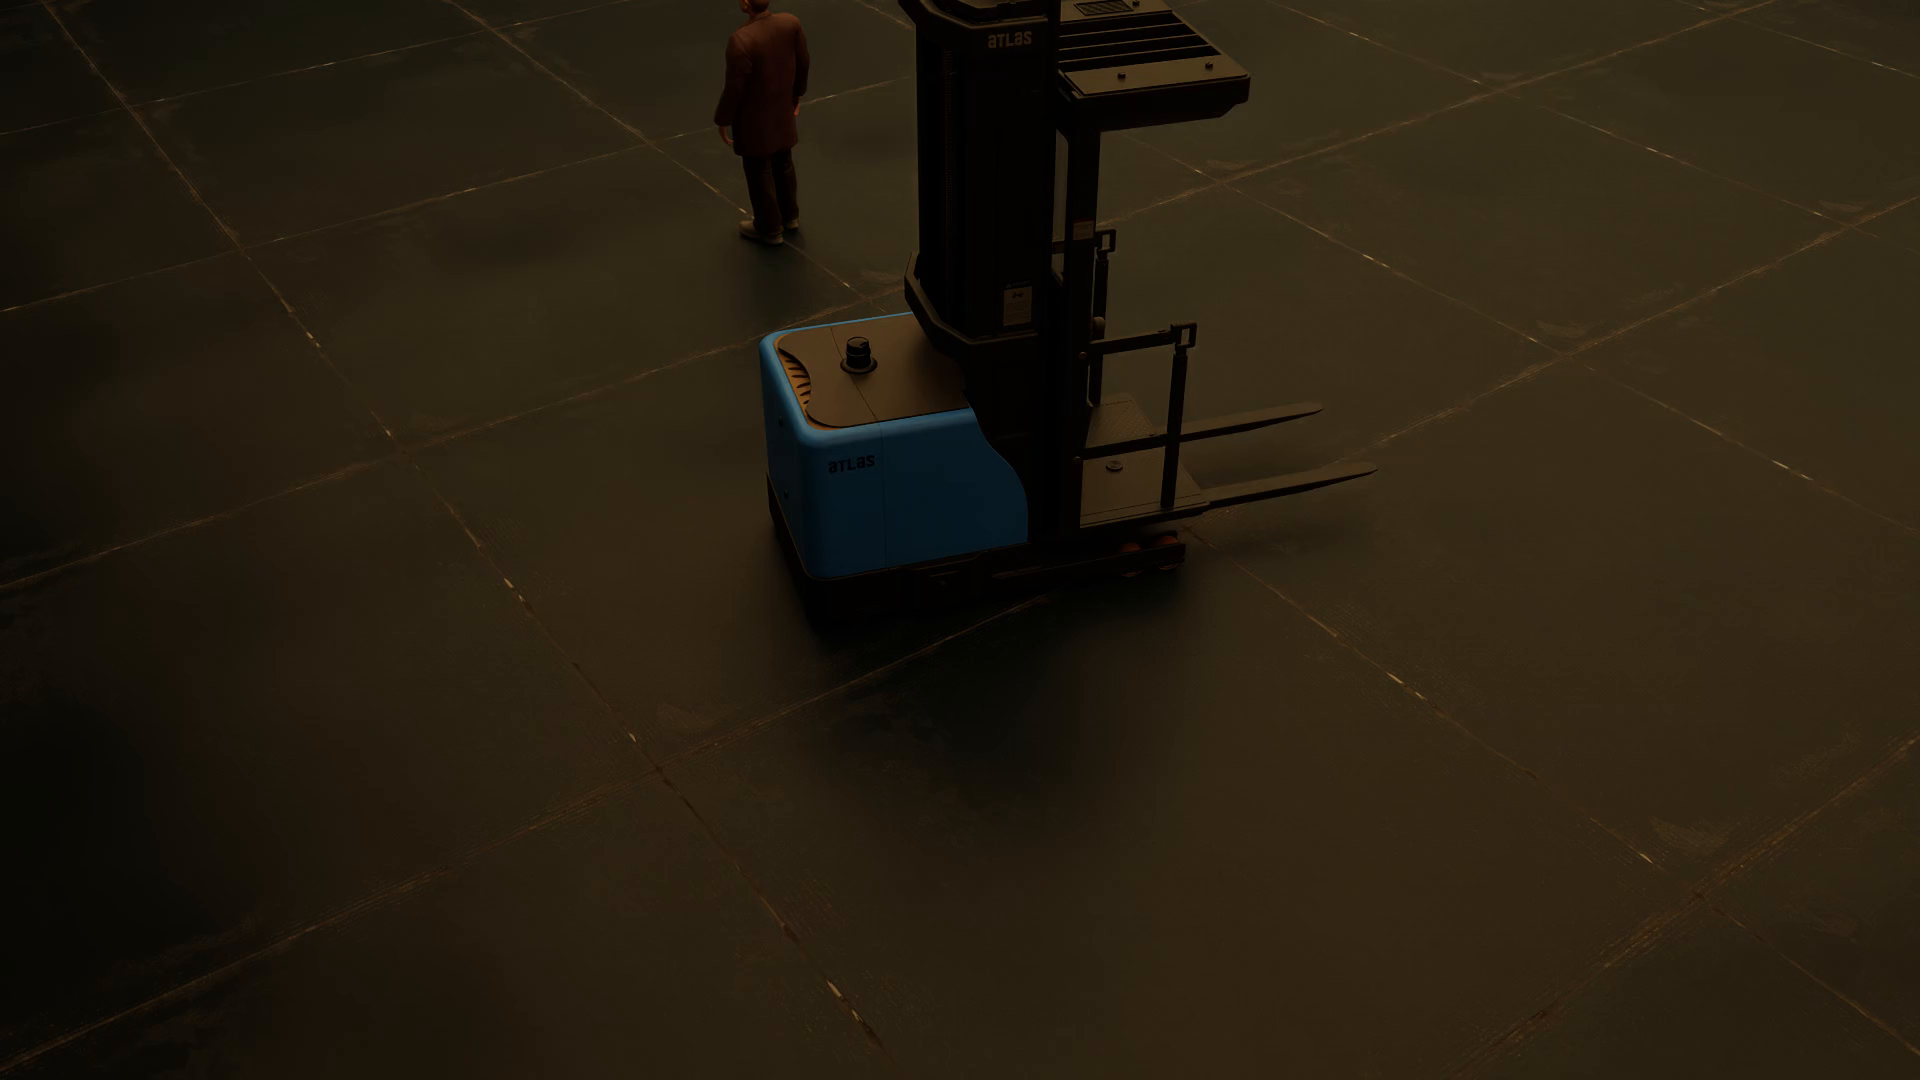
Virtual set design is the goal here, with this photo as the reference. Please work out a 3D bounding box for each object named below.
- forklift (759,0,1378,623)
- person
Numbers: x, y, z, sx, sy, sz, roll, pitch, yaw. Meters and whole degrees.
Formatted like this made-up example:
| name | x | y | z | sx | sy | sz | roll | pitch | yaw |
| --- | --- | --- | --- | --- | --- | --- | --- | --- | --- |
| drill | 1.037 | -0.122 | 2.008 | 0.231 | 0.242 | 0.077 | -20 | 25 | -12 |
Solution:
| name | x | y | z | sx | sy | sz | roll | pitch | yaw |
| --- | --- | --- | --- | --- | --- | --- | --- | --- | --- |
| forklift | 0.602 | -1.288 | 7.687 | 3.031 | 2.935 | 1.130 | -10 | 38 | -14 |
| person | -1.314 | -2.757 | 10.632 | 0.695 | 1.776 | 0.582 | -28 | 45 | -33 |
